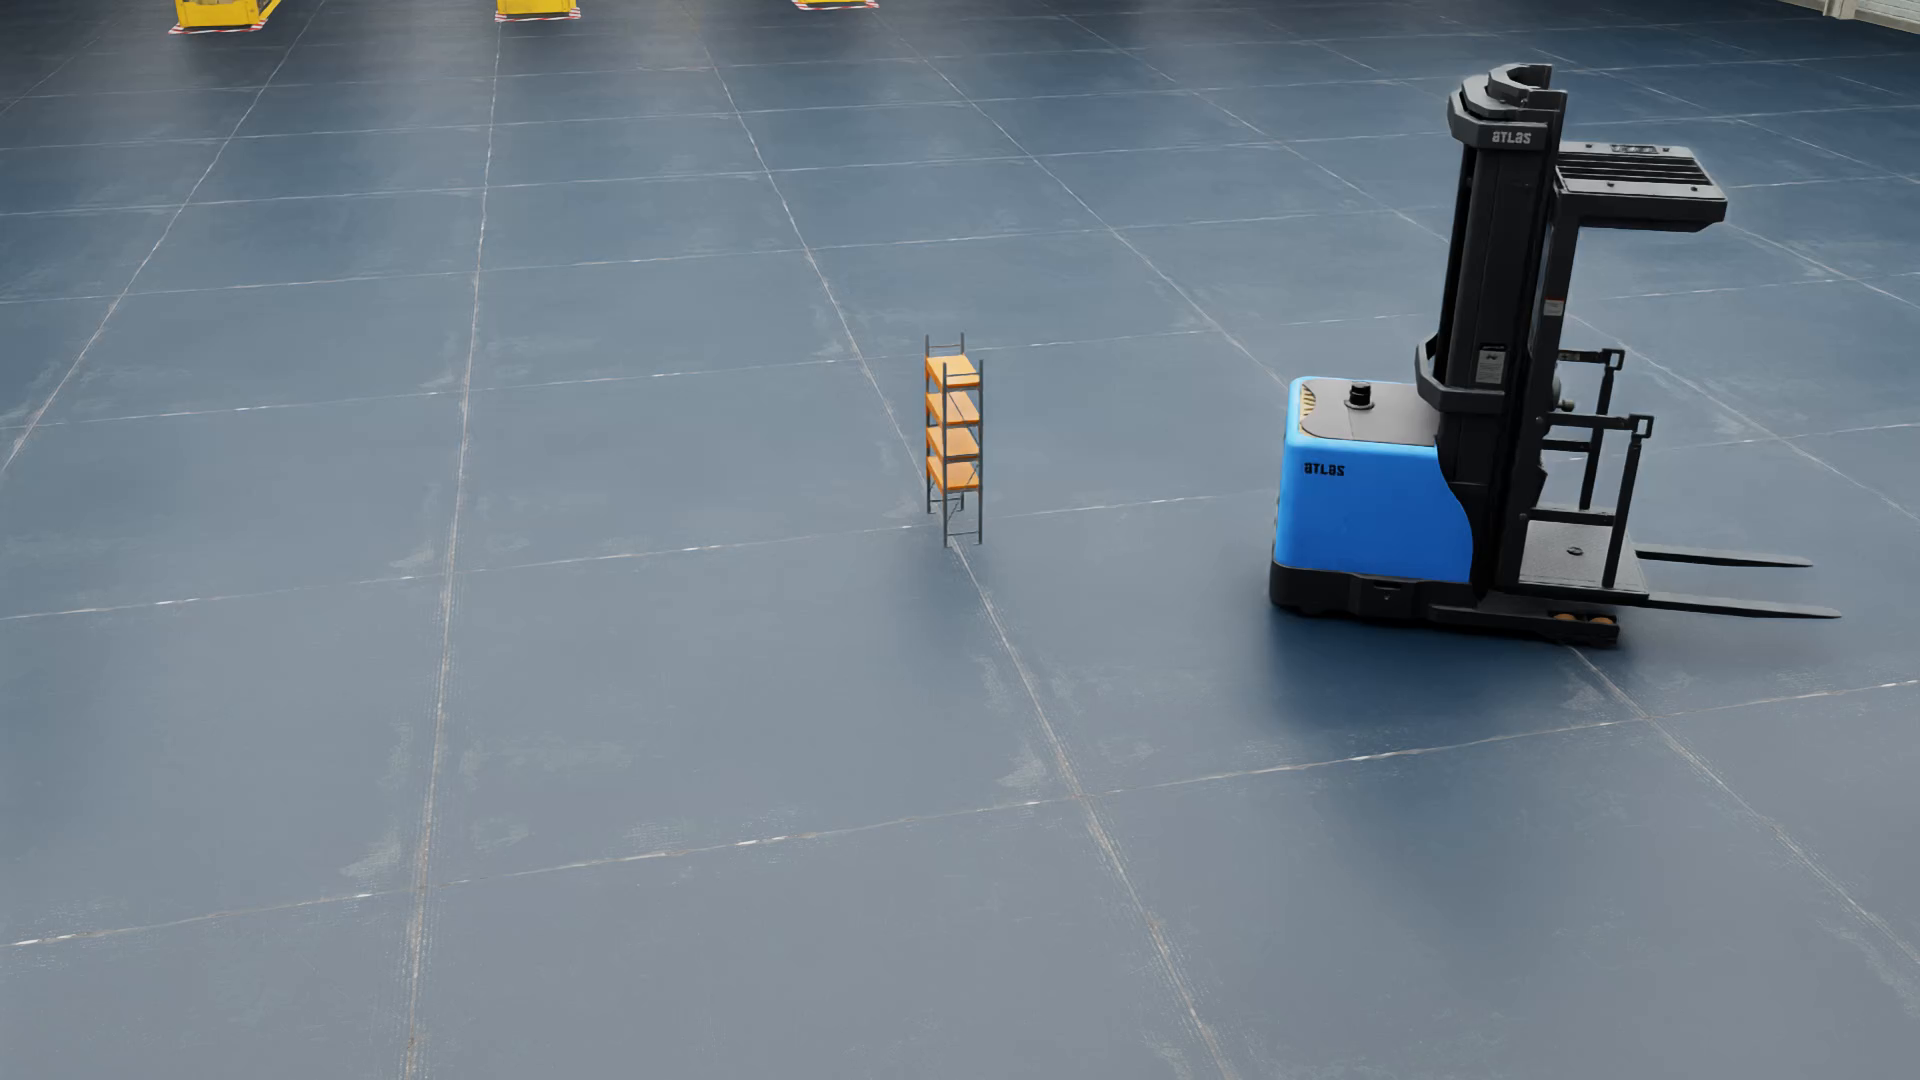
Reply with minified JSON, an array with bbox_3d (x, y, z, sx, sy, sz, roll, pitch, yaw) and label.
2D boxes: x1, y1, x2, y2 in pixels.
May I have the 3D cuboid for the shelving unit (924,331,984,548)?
[{"bbox_3d":[-0.037,-0.608,10.124,0.258,1.200,0.503,-6,27,-12],"label":"shelving unit"}]

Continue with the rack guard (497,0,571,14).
[{"bbox_3d":[-7.081,-9.026,27.578,1.175,0.500,0.348,-6,27,-12],"label":"rack guard"}]

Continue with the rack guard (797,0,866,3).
[{"bbox_3d":[-2.210,-9.534,28.584,1.175,0.500,0.348,-6,27,-12],"label":"rack guard"}]

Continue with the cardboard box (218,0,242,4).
[{"bbox_3d":[-11.749,-8.830,27.001,0.500,0.250,0.500,-6,27,-12],"label":"cardboard box"}]

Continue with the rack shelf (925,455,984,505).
[{"bbox_3d":[-0.037,-0.371,10.243,0.258,0.148,0.480,-6,27,-12],"label":"rack shelf"}]

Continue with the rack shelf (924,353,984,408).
[{"bbox_3d":[-0.037,-0.959,9.947,0.258,0.148,0.480,-6,27,-12],"label":"rack shelf"}]

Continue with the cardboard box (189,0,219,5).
[{"bbox_3d":[-12.254,-8.778,26.897,0.500,0.250,0.500,-6,27,-12],"label":"cardboard box"}]

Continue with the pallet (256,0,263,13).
[{"bbox_3d":[-12.058,-8.699,27.250,1.003,0.211,1.213,-6,27,-12],"label":"pallet"}]

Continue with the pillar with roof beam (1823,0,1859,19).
[{"bbox_3d":[10.177,-12.133,24.301,9.100,9.000,0.400,-6,27,-12],"label":"pillar with roof beam"}]

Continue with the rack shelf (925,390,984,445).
[{"bbox_3d":[-0.037,-0.748,10.053,0.258,0.148,0.480,-6,27,-12],"label":"rack shelf"}]

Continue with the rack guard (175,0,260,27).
[{"bbox_3d":[-11.839,-8.486,26.508,1.175,0.500,0.348,-6,27,-12],"label":"rack guard"}]

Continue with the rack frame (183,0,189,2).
[{"bbox_3d":[-11.845,-9.612,25.965,1.000,3.000,0.127,-6,27,-12],"label":"rack frame"}]

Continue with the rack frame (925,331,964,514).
[{"bbox_3d":[-0.092,-0.715,10.336,0.240,1.200,0.015,-6,27,-12],"label":"rack frame"}]

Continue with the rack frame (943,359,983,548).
[{"bbox_3d":[0.018,-0.501,9.911,0.240,1.200,0.015,-6,27,-12],"label":"rack frame"}]

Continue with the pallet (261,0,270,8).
[{"bbox_3d":[-12.329,-9.233,28.309,1.003,0.211,1.213,-6,27,-12],"label":"pallet"}]

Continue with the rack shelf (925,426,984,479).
[{"bbox_3d":[-0.037,-0.548,10.154,0.258,0.148,0.480,-6,27,-12],"label":"rack shelf"}]

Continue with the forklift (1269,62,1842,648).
[{"bbox_3d":[3.326,-0.980,8.938,3.031,2.935,1.130,5,27,10],"label":"forklift"}]
